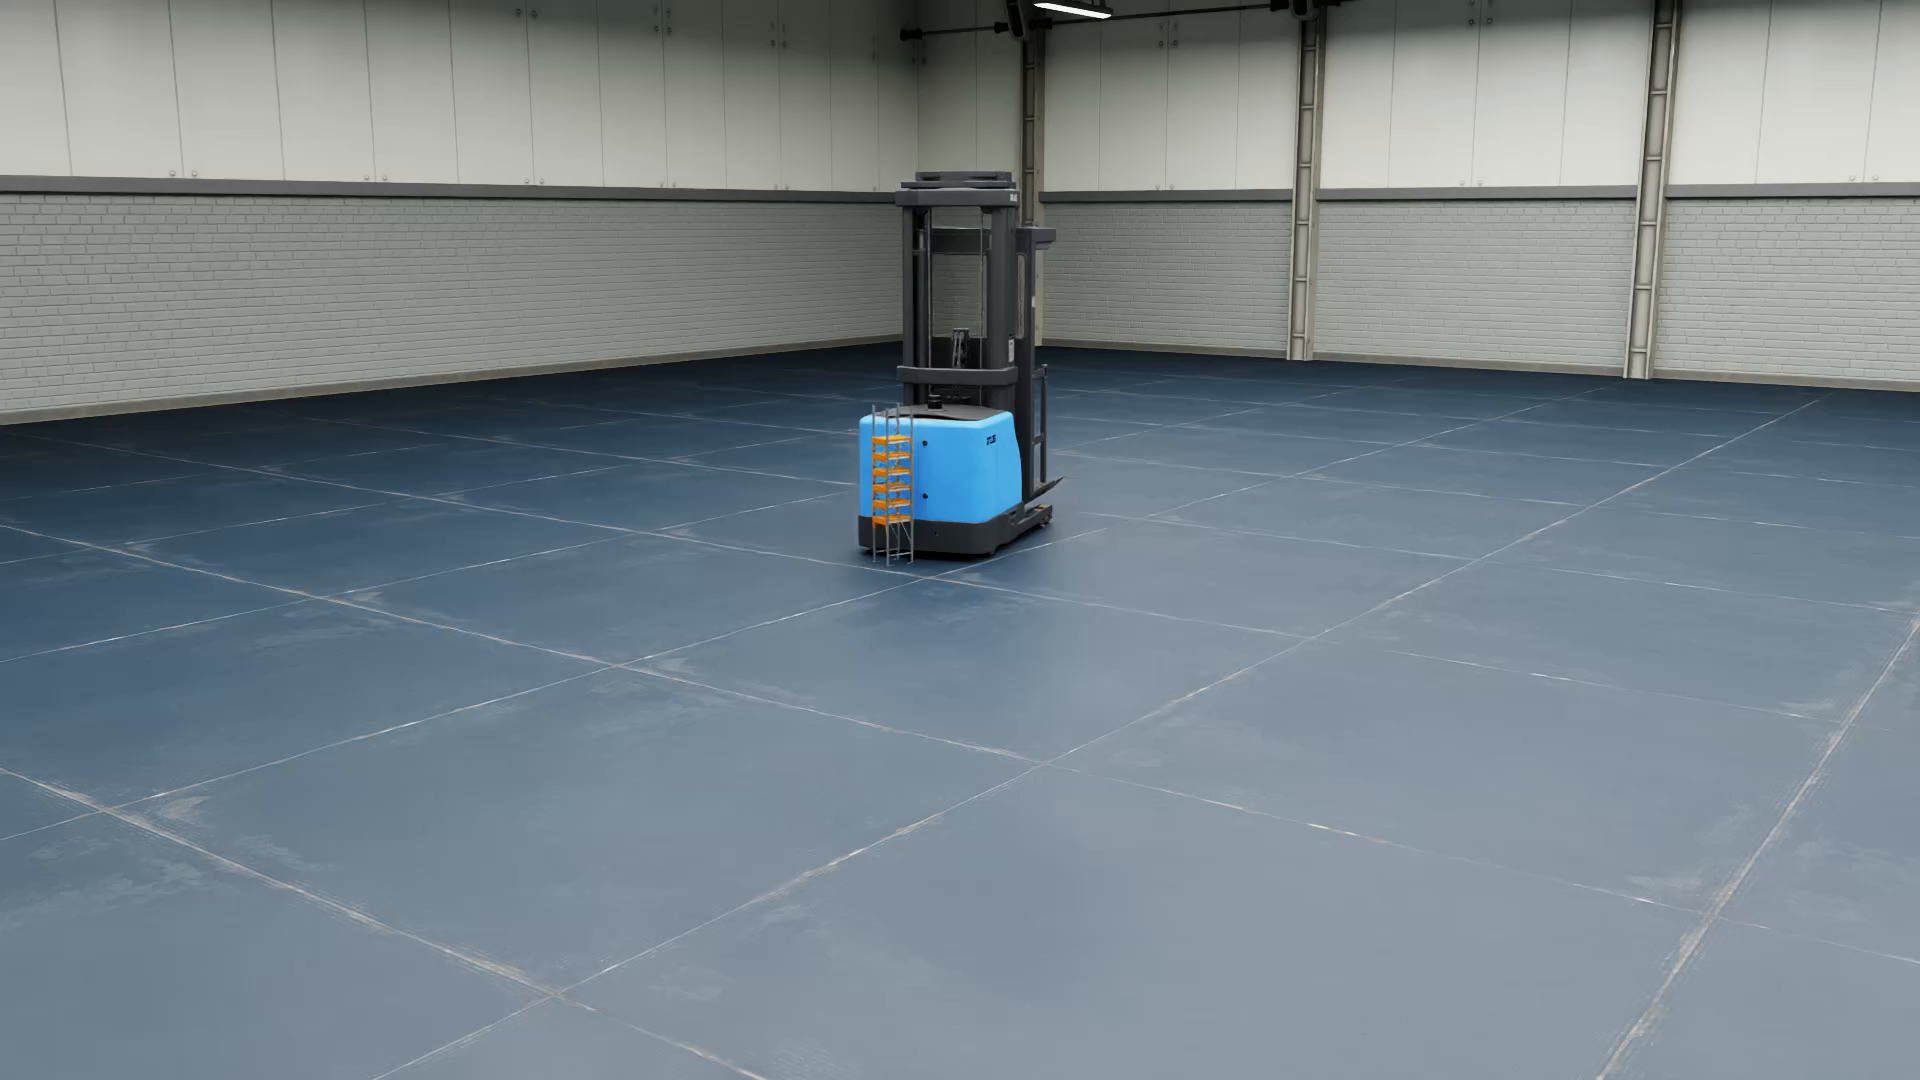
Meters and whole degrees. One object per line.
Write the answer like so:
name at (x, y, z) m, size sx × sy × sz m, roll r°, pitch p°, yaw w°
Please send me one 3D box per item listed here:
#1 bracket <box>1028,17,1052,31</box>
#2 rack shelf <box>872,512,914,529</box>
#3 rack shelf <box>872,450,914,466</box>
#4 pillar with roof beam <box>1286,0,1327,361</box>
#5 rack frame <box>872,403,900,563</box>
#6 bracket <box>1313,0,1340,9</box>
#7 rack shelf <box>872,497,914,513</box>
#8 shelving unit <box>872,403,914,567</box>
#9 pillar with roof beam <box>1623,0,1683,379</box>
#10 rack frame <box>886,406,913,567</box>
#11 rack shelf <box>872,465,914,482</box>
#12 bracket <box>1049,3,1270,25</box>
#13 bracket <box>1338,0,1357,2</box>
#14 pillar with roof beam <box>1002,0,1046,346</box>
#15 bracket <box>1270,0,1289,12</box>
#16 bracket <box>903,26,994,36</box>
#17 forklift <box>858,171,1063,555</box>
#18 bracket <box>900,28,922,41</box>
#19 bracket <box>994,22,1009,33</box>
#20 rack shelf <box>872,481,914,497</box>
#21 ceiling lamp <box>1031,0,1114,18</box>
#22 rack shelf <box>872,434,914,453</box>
bracket at (1.575, -10.093, 32.533) m, size 0.430 × 0.232 × 0.235 m, roll 8°, pitch 13°, yaw 36°
rack shelf at (-0.505, -0.135, 12.564) m, size 0.258 × 0.103 × 0.180 m, roll -8°, pitch 14°, yaw -35°
rack shelf at (-0.503, -0.606, 12.472) m, size 0.258 × 0.103 × 0.180 m, roll -8°, pitch 14°, yaw -35°
pillar with roof beam at (3.739, -7.093, 26.504) m, size 0.548 × 9.000 × 9.100 m, roll 8°, pitch 13°, yaw 36°
rack frame at (-0.558, -0.429, 12.582) m, size 0.240 × 1.200 × 0.006 m, roll -8°, pitch 14°, yaw -35°
bracket at (6.412, -9.419, 29.047) m, size 0.430 × 0.232 × 0.235 m, roll 8°, pitch 13°, yaw 36°
rack shelf at (-0.505, -0.253, 12.541) m, size 0.258 × 0.103 × 0.180 m, roll -8°, pitch 14°, yaw -35°
shelving unit at (-0.504, -0.414, 12.509) m, size 0.258 × 1.200 × 0.189 m, roll -8°, pitch 14°, yaw -35°
pillar with roof beam at (8.575, -6.419, 23.017) m, size 0.400 × 9.000 × 9.100 m, roll 8°, pitch 13°, yaw 36°
rack frame at (-0.451, -0.400, 12.436) m, size 0.240 × 1.200 × 0.006 m, roll -8°, pitch 14°, yaw -35°
rack shelf at (-0.504, -0.489, 12.495) m, size 0.258 × 0.103 × 0.180 m, roll -8°, pitch 14°, yaw -35°
bracket at (3.652, -9.804, 31.036) m, size 4.783 × 0.066 × 0.076 m, roll 8°, pitch 13°, yaw 36°
bracket at (8.488, -9.129, 27.549) m, size 4.783 × 0.066 × 0.076 m, roll 8°, pitch 13°, yaw 36°
pillar with roof beam at (-1.097, -7.768, 29.991) m, size 0.548 × 9.000 × 9.100 m, roll 8°, pitch 13°, yaw 36°
bracket at (5.742, -9.512, 29.529) m, size 0.430 × 0.232 × 0.235 m, roll 8°, pitch 13°, yaw 36°
bracket at (-0.528, -10.387, 34.050) m, size 3.189 × 0.066 × 0.076 m, roll 8°, pitch 13°, yaw 36°
forklift at (0.158, -1.560, 13.876) m, size 1.130 × 2.935 × 3.031 m, roll 4°, pitch 12°, yaw 18°
bracket at (-1.004, -10.453, 34.393) m, size 0.430 × 0.232 × 0.235 m, roll 8°, pitch 13°, yaw 36°
bracket at (0.906, -10.187, 33.016) m, size 0.430 × 0.232 × 0.235 m, roll 8°, pitch 13°, yaw 36°
rack shelf at (-0.504, -0.371, 12.518) m, size 0.258 × 0.103 × 0.180 m, roll -8°, pitch 14°, yaw -35°
ceiling lamp at (1.629, -10.099, 26.672) m, size 0.800 × 3.185 × 2.000 m, roll 8°, pitch 13°, yaw 36°
rack shelf at (-0.503, -0.724, 12.449) m, size 0.258 × 0.103 × 0.180 m, roll -8°, pitch 14°, yaw -35°
